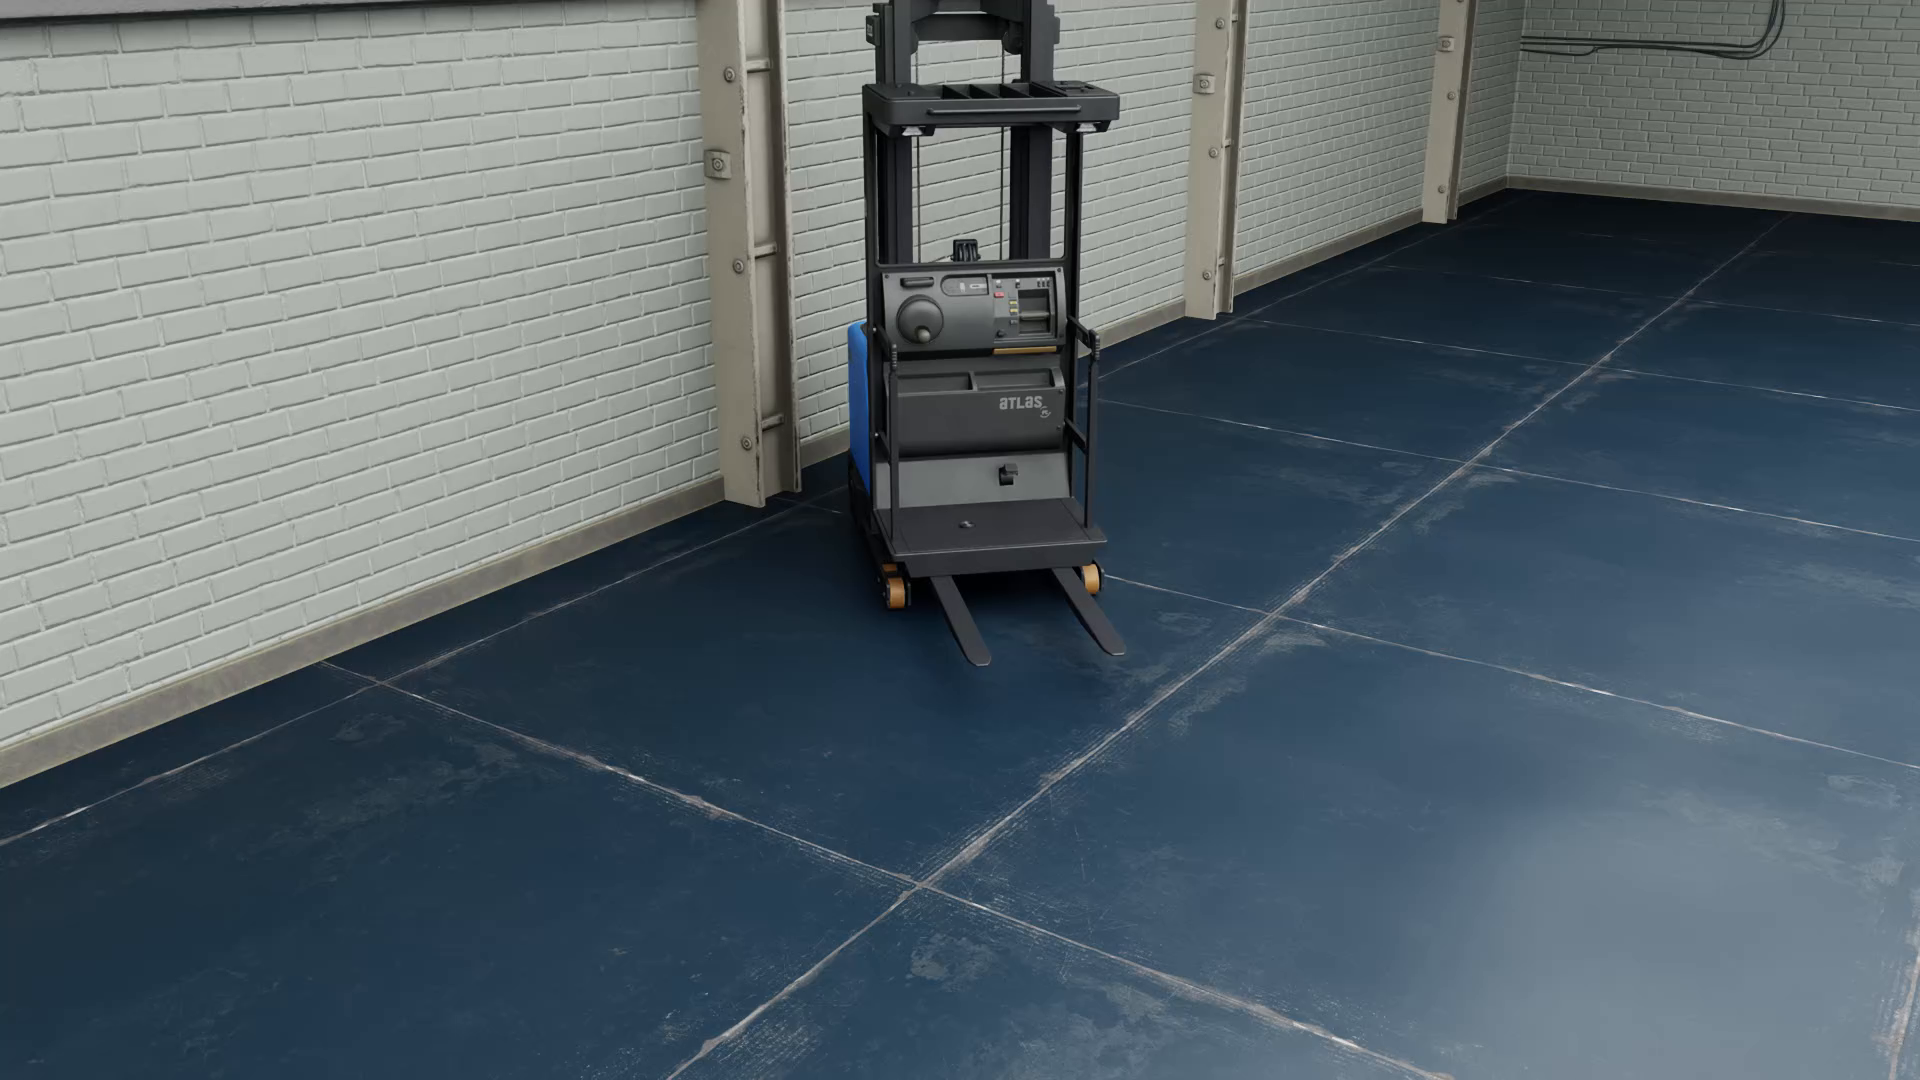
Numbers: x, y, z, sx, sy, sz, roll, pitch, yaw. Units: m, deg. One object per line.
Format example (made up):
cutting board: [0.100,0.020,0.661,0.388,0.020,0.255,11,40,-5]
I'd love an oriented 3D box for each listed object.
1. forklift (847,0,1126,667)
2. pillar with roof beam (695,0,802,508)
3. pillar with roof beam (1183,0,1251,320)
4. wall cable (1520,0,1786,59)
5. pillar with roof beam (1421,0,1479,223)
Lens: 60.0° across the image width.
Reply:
forklift: [0.115,-1.162,8.181,1.130,2.935,3.031,-4,21,-10]
pillar with roof beam: [2.367,-3.657,6.180,9.100,9.000,0.400,13,24,32]
pillar with roof beam: [5.740,-5.378,10.834,9.100,9.000,0.400,13,24,32]
wall cable: [8.302,-7.071,19.884,3.097,2.526,0.112,13,24,32]
pillar with roof beam: [9.113,-7.100,15.488,9.100,9.000,0.400,13,24,32]
